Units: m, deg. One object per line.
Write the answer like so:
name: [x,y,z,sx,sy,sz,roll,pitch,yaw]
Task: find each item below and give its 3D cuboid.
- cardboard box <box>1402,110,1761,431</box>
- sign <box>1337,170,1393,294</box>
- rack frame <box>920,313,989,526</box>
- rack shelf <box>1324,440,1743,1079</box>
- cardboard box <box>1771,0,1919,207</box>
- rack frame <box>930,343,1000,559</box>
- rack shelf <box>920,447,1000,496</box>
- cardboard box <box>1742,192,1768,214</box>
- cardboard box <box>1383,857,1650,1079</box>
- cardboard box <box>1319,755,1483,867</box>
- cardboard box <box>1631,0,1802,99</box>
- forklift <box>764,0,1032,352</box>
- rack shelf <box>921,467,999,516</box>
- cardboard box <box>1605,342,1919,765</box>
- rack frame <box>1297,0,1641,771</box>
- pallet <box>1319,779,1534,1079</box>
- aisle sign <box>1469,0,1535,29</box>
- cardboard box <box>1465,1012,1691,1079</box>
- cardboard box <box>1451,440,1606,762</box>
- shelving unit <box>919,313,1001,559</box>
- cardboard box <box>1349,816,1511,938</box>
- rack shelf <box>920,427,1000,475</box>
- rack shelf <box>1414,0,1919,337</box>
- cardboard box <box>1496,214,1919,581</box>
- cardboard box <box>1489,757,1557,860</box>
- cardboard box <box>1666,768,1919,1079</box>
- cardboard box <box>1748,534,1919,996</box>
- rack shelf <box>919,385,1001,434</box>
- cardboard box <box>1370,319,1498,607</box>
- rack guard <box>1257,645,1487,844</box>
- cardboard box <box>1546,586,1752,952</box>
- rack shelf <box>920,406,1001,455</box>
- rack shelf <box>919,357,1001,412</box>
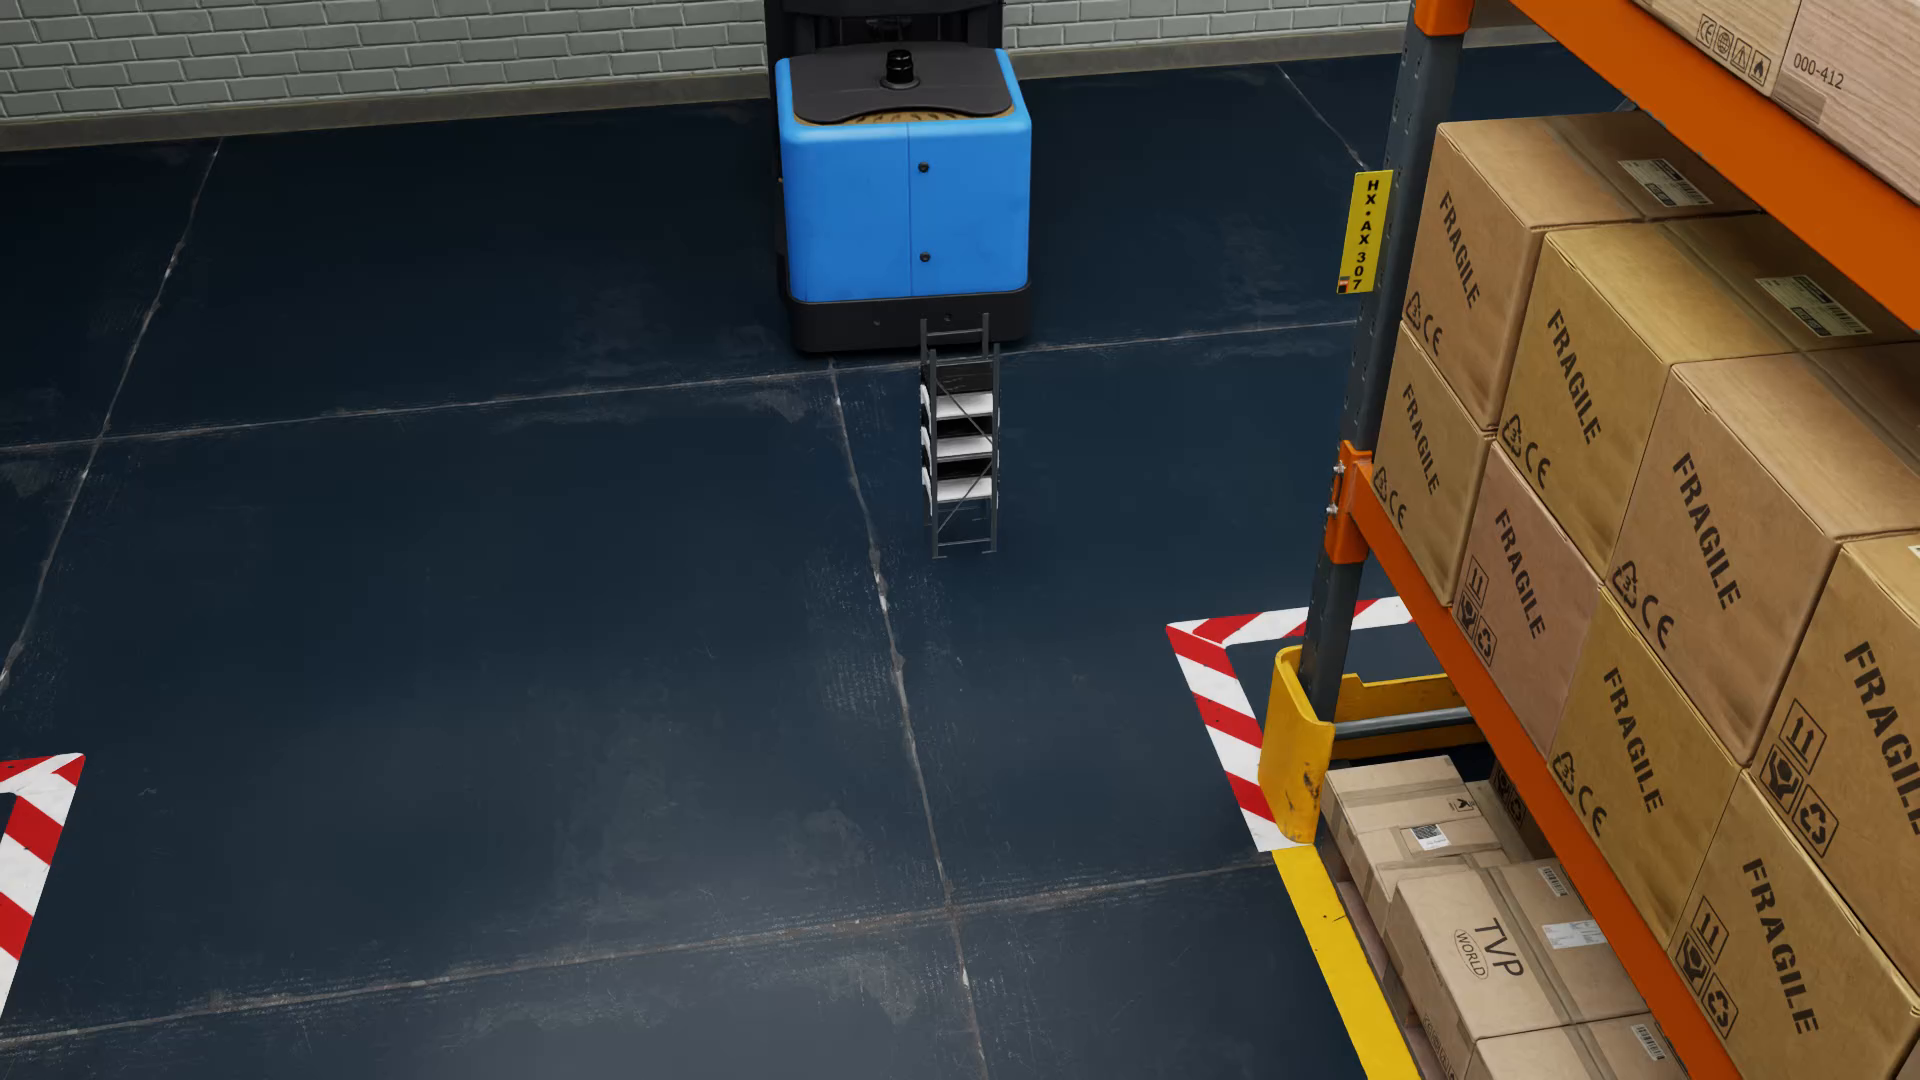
cardboard box: [1.344,-0.604,3.686,0.500,0.500,0.500,-5,38,-7]
sign: [0.991,-0.749,4.064,0.100,0.325,0.005,-6,38,-8]
rack frame: [-0.019,-0.422,6.059,0.240,0.900,0.006,-6,38,-8]
rack shelf: [1.876,1.026,3.071,1.077,0.370,4.000,-6,38,-8]
cardboard box: [1.530,-0.648,2.317,0.500,0.250,0.500,-6,38,-8]
rack frame: [0.016,-0.299,5.901,0.240,0.900,0.006,-6,38,-8]
rack shelf: [-0.001,-0.263,6.056,0.258,0.077,0.200,-6,38,-8]
cardboard box: [1.874,-0.661,3.759,0.500,0.500,0.500,-7,38,-8]
cardboard box: [1.429,1.107,4.263,0.500,0.250,0.500,-6,38,-8]
cardboard box: [1.261,0.776,4.771,0.380,0.149,0.250,-6,38,-8]
cardboard box: [1.440,-0.950,2.705,0.500,0.250,0.500,-6,38,-8]
forklift: [-0.377,-2.862,7.545,1.130,2.935,3.031,-4,38,-5]
rack shelf: [-0.001,-0.192,6.111,0.258,0.077,0.200,-6,38,-8]
cardboard box: [1.526,0.014,2.891,0.500,0.500,0.500,-6,38,-7]
rack frame: [1.526,-0.466,4.405,1.000,3.000,0.127,-6,38,-8]
pallet: [1.680,1.163,4.582,1.003,0.211,1.213,-6,38,-8]
aisle sign: [1.225,-1.502,3.620,0.394,0.787,0.004,-6,38,-8]
cardboard box: [1.517,1.409,3.874,0.500,0.250,0.500,-6,38,-8]
cardboard box: [1.440,0.102,3.592,0.500,0.500,0.500,-7,38,-8]
shelving unit: [-0.001,-0.360,5.980,0.258,0.900,0.210,-6,38,-8]
cardboard box: [1.305,0.920,4.572,0.380,0.166,0.250,-6,38,-8]
rack shelf: [-0.001,-0.334,6.001,0.258,0.077,0.200,-6,38,-8]
rack shelf: [1.876,-0.158,2.150,1.077,0.370,4.000,-6,38,-8]
cardboard box: [1.443,-0.289,3.281,0.500,0.500,0.500,-6,38,-7]
cardboard box: [1.863,0.649,4.648,0.500,0.500,0.500,-6,38,-8]
cardboard box: [1.611,0.708,2.813,0.500,0.500,0.500,-6,38,-7]
cardboard box: [1.616,0.320,2.496,0.500,0.500,0.500,-7,38,-8]
rack shelf: [-0.001,-0.476,5.890,0.258,0.077,0.200,-6,38,-8]
cardboard box: [1.344,-0.209,3.993,0.500,0.500,0.500,-5,38,-7]
rack guard: [1.539,0.567,5.113,1.175,0.500,0.348,-6,38,-8]
cardboard box: [1.525,0.405,3.202,0.500,0.500,0.500,-6,38,-8]
rack shelf: [-0.001,-0.405,5.945,0.258,0.077,0.200,-6,38,-8]
rack shelf: [-0.001,-0.547,5.835,0.258,0.077,0.200,-6,38,-8]
